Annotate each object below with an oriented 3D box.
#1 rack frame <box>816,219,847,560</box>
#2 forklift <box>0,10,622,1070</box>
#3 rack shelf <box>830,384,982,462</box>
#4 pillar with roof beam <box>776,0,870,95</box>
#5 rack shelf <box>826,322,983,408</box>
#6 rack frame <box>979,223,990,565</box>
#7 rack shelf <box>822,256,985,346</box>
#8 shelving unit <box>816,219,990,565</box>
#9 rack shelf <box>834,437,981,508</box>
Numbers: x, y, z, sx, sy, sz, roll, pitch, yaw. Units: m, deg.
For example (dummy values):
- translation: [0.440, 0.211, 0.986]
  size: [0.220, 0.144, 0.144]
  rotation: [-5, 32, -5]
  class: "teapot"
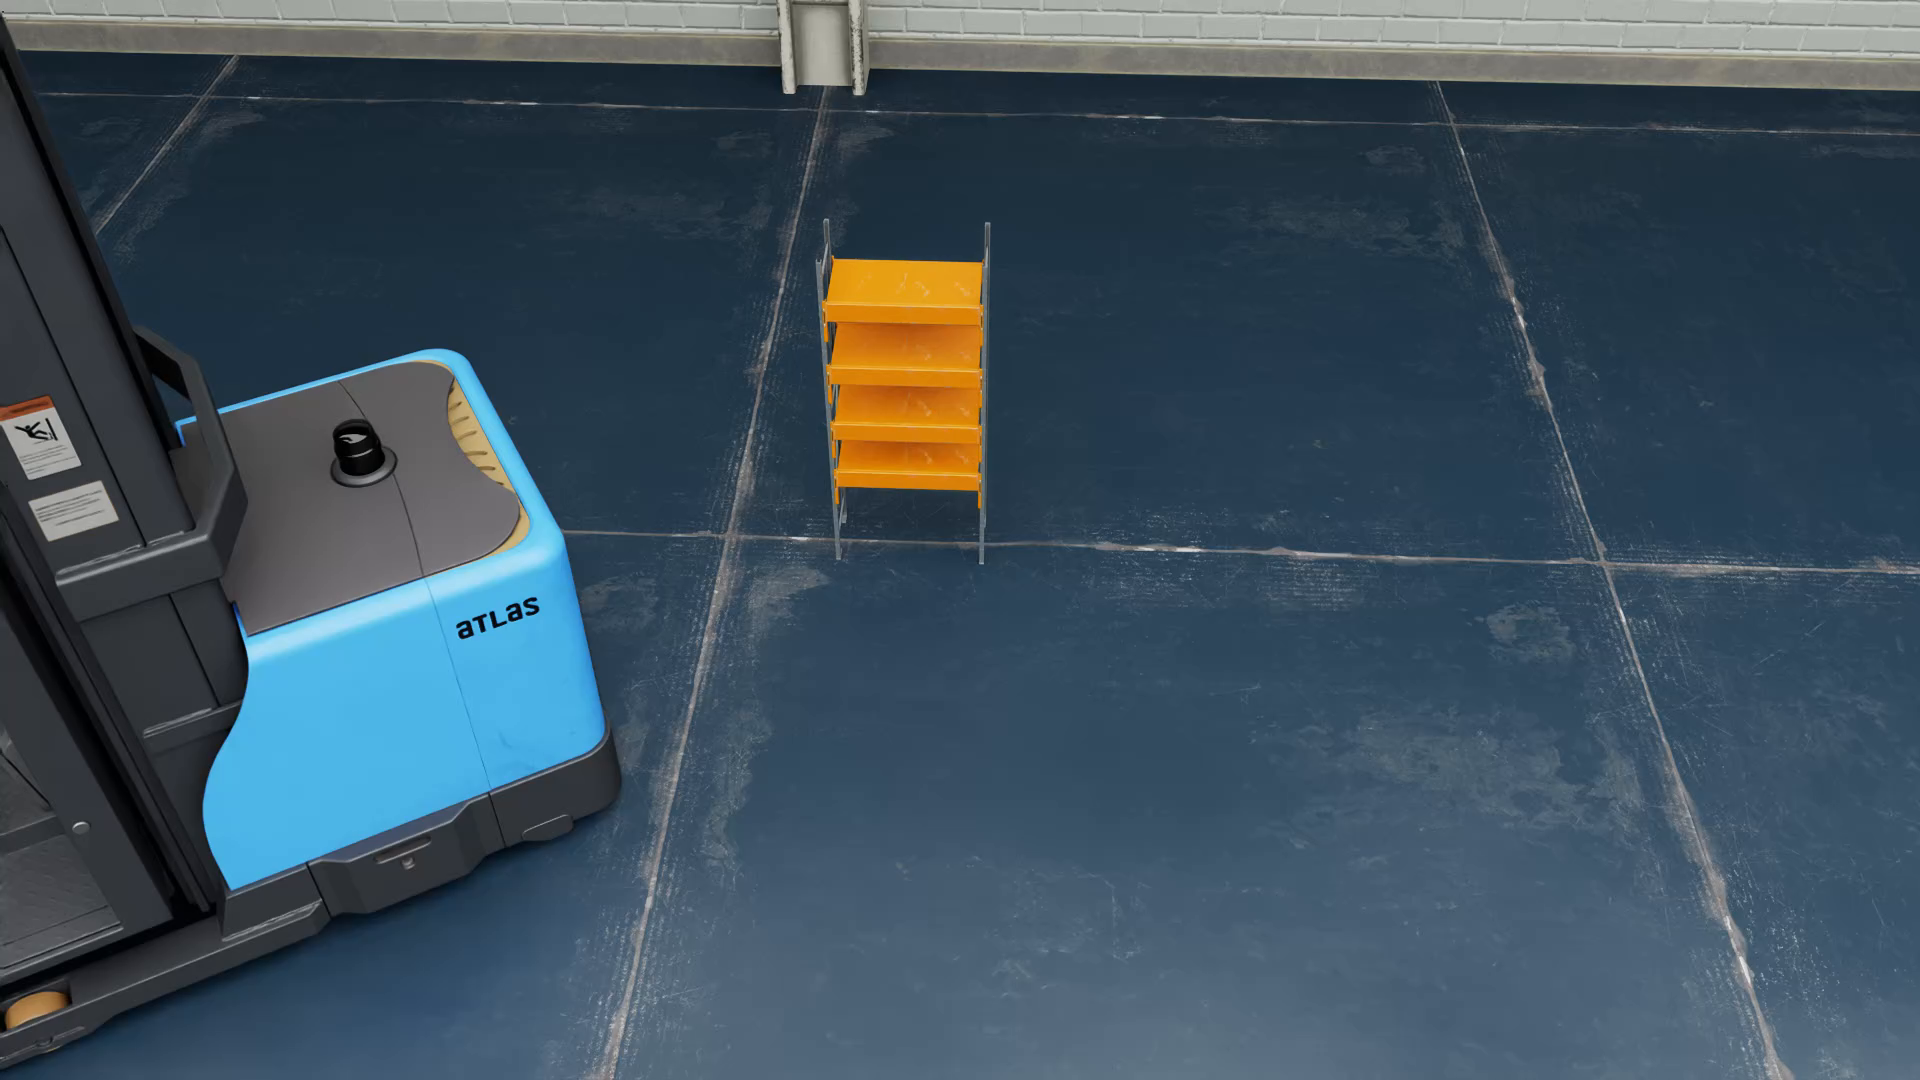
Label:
- translation: [-0.409, -0.452, 5.354]
  size: [0.015, 1.200, 0.240]
  rotation: [2, 43, 2]
  class: "rack frame"
- translation: [-2.535, -0.093, 3.699]
  size: [3.031, 2.935, 1.130]
  rotation: [-20, 47, -20]
  class: "forklift"
- translation: [-0.165, -0.395, 5.392]
  size: [0.480, 0.148, 0.258]
  rotation: [2, 43, 2]
  class: "rack shelf"
- translation: [-0.849, -2.631, 1.972]
  size: [0.400, 9.000, 9.100]
  rotation: [2, 43, 2]
  class: "pillar with roof beam"
- translation: [-0.165, -0.559, 5.240]
  size: [0.480, 0.148, 0.258]
  rotation: [2, 43, 2]
  class: "rack shelf"
- translation: [0.078, -0.437, 5.338]
  size: [0.015, 1.200, 0.240]
  rotation: [2, 43, 2]
  class: "rack frame"
- translation: [-0.165, -0.732, 5.079]
  size: [0.480, 0.148, 0.258]
  rotation: [2, 43, 2]
  class: "rack shelf"
- translation: [-0.165, -0.444, 5.346]
  size: [0.503, 1.200, 0.258]
  rotation: [2, 43, 2]
  class: "shelving unit"
- translation: [-0.165, -0.250, 5.528]
  size: [0.480, 0.148, 0.258]
  rotation: [2, 43, 2]
  class: "rack shelf"
